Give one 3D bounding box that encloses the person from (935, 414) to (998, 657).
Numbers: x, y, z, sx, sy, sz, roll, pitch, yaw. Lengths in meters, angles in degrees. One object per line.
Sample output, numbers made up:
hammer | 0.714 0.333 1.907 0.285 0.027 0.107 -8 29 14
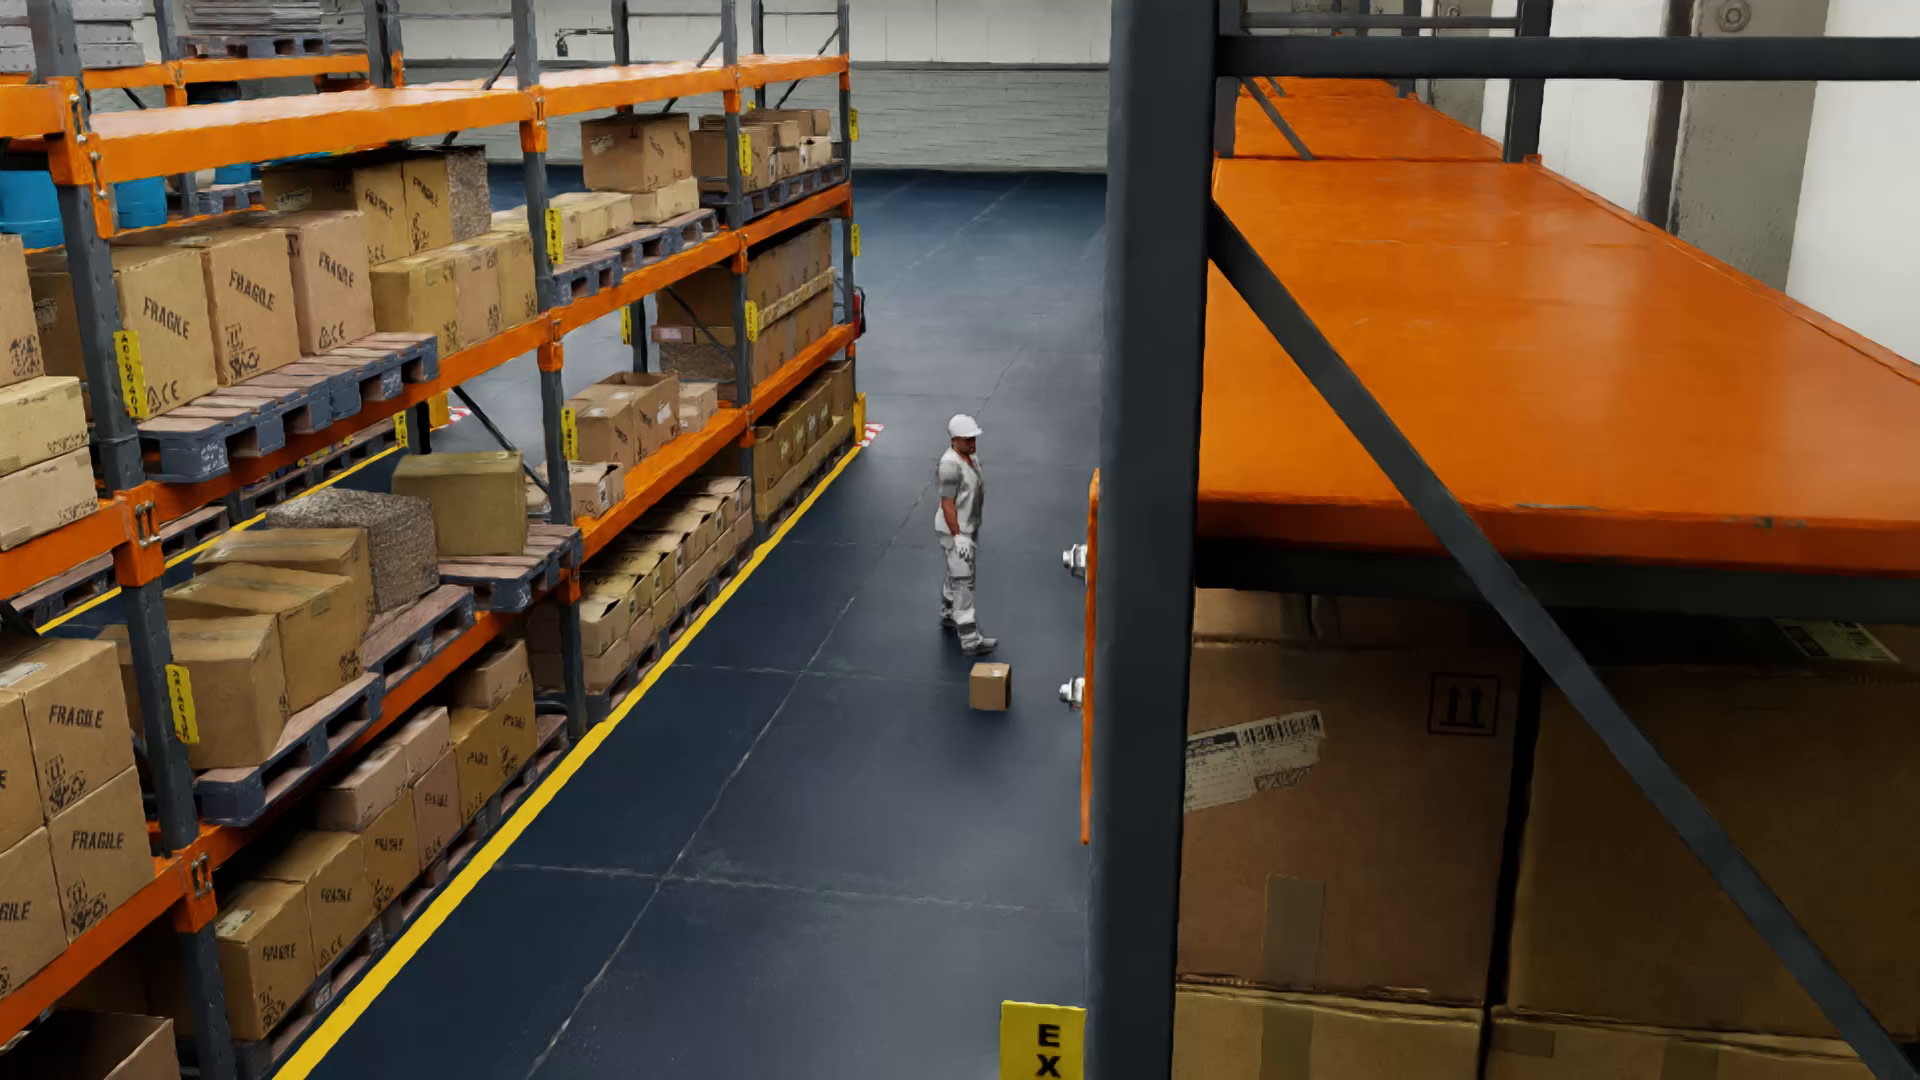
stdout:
person | 0.039 -0.081 12.274 0.551 1.783 0.644 5 18 15
